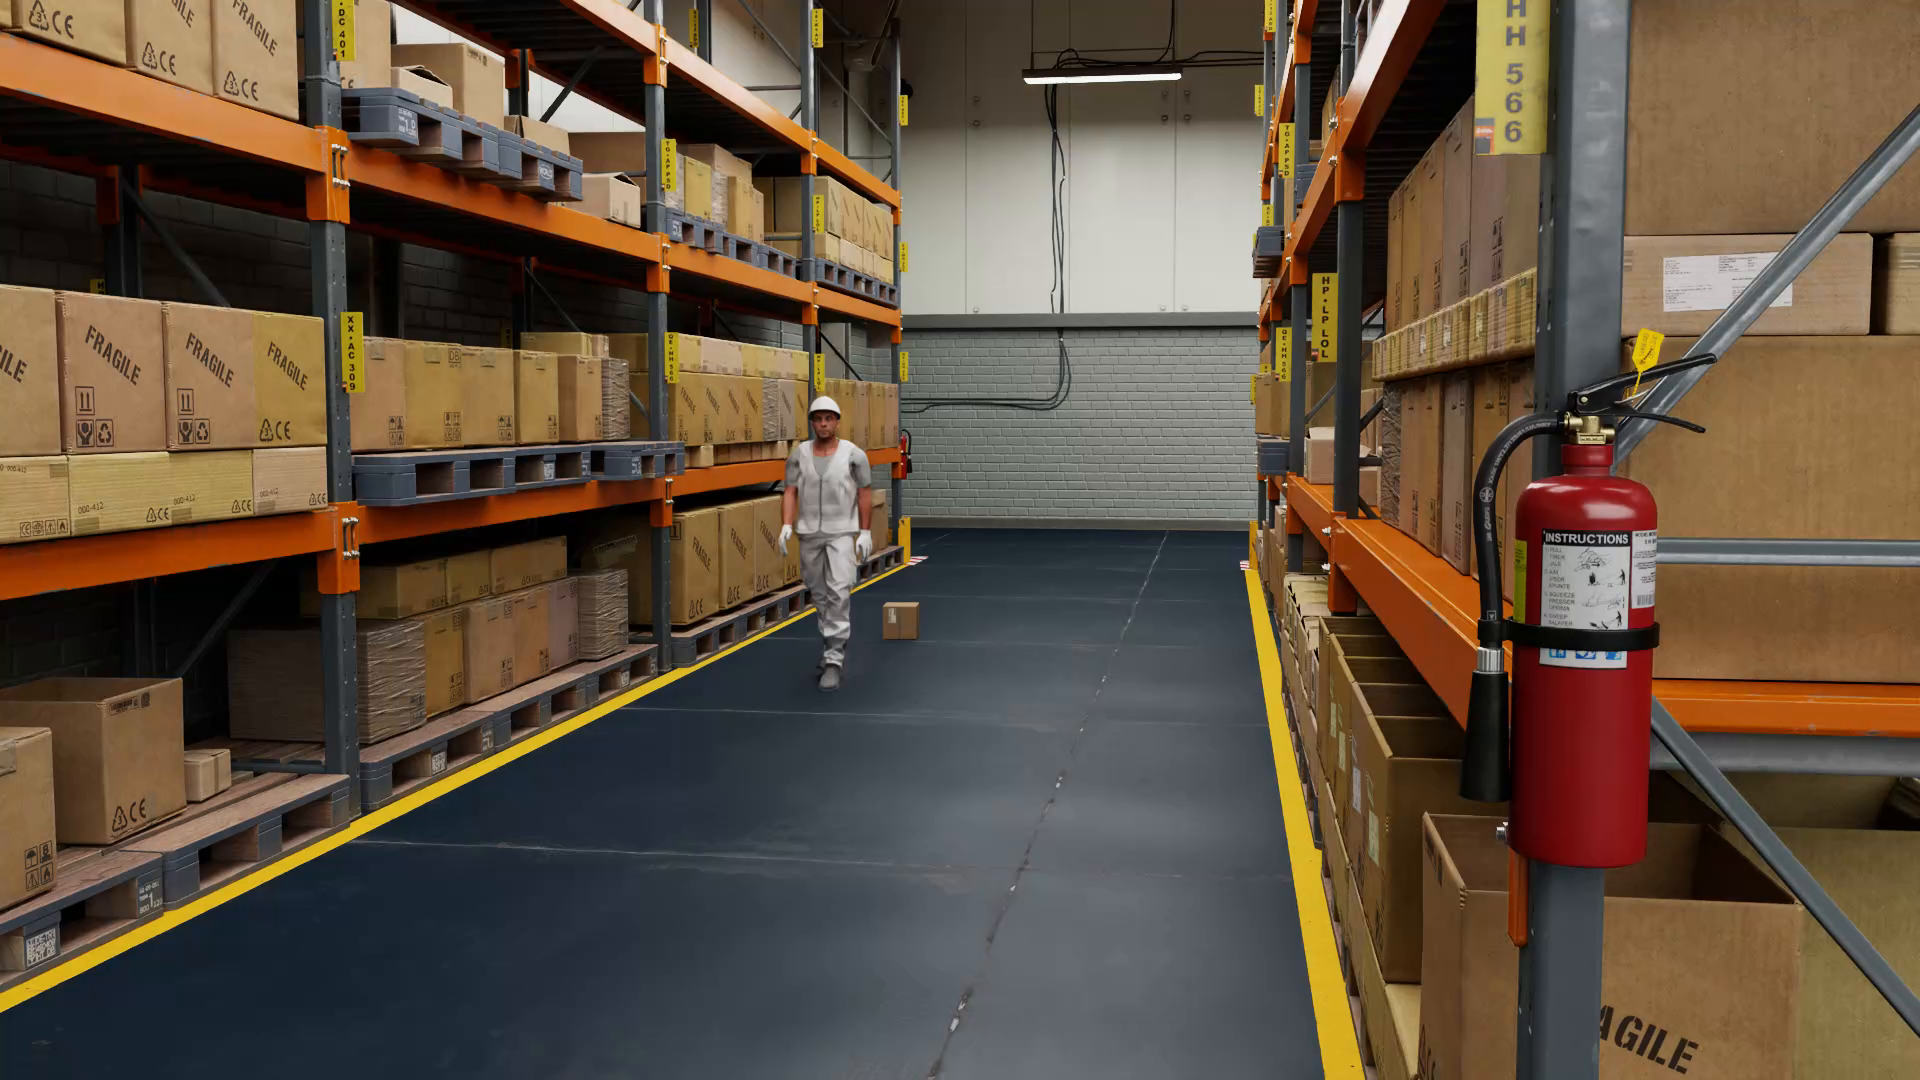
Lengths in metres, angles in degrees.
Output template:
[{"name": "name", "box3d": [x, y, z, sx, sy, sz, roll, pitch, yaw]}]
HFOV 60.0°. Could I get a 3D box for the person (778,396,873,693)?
[{"name": "person", "box3d": [-0.856, -0.004, 10.383, 0.542, 1.787, 0.865, 1, 4, 11]}]
